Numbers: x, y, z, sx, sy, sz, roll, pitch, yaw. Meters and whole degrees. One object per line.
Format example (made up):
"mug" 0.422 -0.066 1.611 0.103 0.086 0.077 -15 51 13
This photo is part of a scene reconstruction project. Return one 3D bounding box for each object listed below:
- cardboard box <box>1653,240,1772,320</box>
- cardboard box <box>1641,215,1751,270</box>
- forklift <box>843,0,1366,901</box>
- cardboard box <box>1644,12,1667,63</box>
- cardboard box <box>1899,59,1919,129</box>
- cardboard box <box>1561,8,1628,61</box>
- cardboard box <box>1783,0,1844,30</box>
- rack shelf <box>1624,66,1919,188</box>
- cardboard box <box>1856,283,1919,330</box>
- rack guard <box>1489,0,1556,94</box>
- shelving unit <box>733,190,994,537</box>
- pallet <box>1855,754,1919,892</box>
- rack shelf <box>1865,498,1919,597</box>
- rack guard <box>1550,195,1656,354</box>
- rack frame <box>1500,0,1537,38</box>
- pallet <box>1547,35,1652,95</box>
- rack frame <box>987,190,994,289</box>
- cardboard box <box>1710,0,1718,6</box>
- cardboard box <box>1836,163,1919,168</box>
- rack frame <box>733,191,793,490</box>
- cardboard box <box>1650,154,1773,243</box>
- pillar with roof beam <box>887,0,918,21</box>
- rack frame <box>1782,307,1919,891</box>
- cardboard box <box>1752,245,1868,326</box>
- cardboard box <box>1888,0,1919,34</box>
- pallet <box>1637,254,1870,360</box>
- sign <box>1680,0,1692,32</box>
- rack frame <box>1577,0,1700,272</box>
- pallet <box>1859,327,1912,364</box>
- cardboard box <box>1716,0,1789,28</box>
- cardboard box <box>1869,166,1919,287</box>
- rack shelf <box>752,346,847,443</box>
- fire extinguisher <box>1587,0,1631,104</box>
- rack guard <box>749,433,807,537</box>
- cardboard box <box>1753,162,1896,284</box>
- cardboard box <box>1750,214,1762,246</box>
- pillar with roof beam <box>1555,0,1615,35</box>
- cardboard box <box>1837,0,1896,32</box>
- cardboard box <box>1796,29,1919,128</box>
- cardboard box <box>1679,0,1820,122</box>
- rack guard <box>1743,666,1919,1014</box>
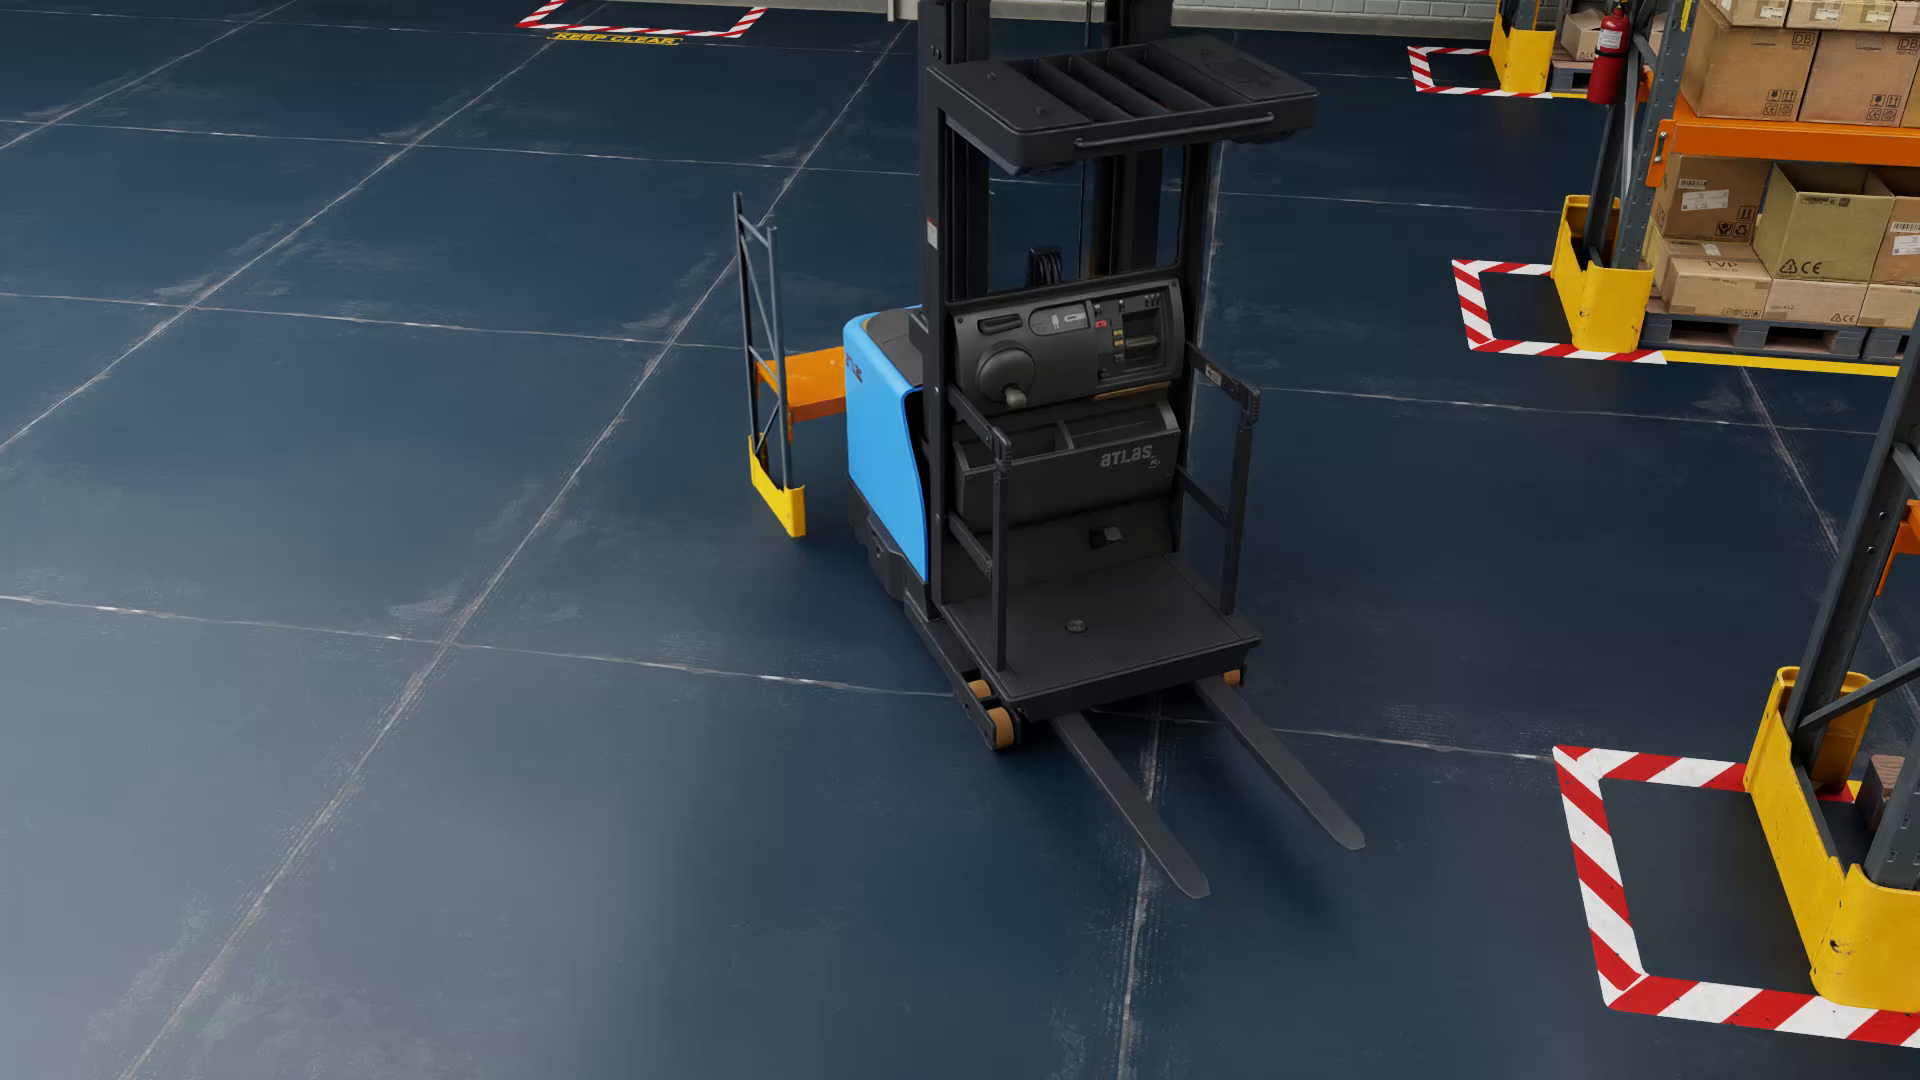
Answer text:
"cardboard box" 4.289 -1.491 9.500 0.500 0.250 0.500 5 32 8
"cardboard box" 4.376 -1.762 9.933 0.500 0.250 0.500 5 32 8
"forklift" 0.501 -0.684 6.081 1.130 2.935 3.031 -12 34 -19
"cardboard box" 5.857 -4.121 13.625 0.500 0.311 0.500 8 33 12
"cardboard box" 5.263 -2.545 8.894 0.500 0.500 0.700 5 32 9
"cardboard box" 5.295 -4.171 13.707 0.500 0.311 0.500 2 32 3
"cardboard box" 4.409 -2.790 8.674 0.250 0.149 0.380 4 32 7
"rack shelf" 5.770 -2.159 9.050 4.000 0.370 1.077 5 32 8
"cardboard box" 5.276 -1.403 9.360 0.500 0.250 0.500 5 32 8
"rack guard" 4.703 -4.167 13.936 0.348 0.500 1.175 5 32 8
"shelving unit" -0.422 -0.910 7.789 1.083 1.500 0.587 -14 35 -21
"pallet" 3.844 1.187 5.654 1.213 0.211 1.003 5 32 8
"rack shelf" 4.933 0.431 4.912 4.000 0.370 1.077 5 32 8
"rack guard" 3.774 -1.585 9.811 0.348 0.500 1.175 5 32 8
"rack frame" 4.628 -5.234 13.284 0.127 3.000 1.000 5 32 8
"pallet" 5.498 -3.954 13.868 1.213 0.211 1.003 5 32 8
"rack frame" 0.031 -1.022 7.968 0.032 1.500 0.500 -14 35 -21
"cardboard box" 4.207 -3.025 9.050 0.250 0.149 0.380 5 32 7
"cardboard box" 5.365 -1.999 9.605 0.500 0.500 0.500 5 32 8
"rack frame" -0.891 -0.794 7.604 0.032 1.500 0.500 -14 35 -21
"cardboard box" 4.377 -2.081 9.736 0.500 0.500 0.500 5 32 8
"pillar with roof beam" -1.175 -6.450 9.574 0.400 9.000 9.100 5 32 8
"rack frame" 2.961 -0.052 5.006 0.127 3.000 1.000 5 32 8
"cardboard box" 4.783 -1.448 9.432 0.500 0.250 0.500 5 32 8
"cardboard box" 4.903 -2.743 8.600 0.250 0.149 0.380 5 32 7
"pallet" 4.559 -1.414 9.810 1.213 0.211 1.003 5 32 8
"sign" 3.699 -2.753 8.431 0.005 0.325 0.100 5 32 8
"rack frame" 3.798 -2.642 9.144 0.127 3.000 1.000 5 32 8
"pallet" 5.758 -1.304 9.634 1.213 0.211 1.003 5 32 8
"cardboard box" 4.149 -2.812 8.710 0.250 0.149 0.380 5 32 8
"cardboard box" 5.278 -1.727 9.171 0.500 0.500 0.500 5 32 8
"rack shelf" -0.430 -0.755 7.881 1.000 0.185 0.538 -14 35 -21
"fire extinguisher" 3.760 -2.863 9.570 0.183 0.674 0.296 5 32 8
"rack guard" -0.873 -0.268 7.942 0.087 0.250 0.587 -14 35 -21
"cardboard box" 4.782 -1.765 9.231 0.500 0.500 0.500 5 32 8
"cardboard box" 4.871 -1.723 9.872 0.500 0.250 0.500 5 32 8
"pillar with roof beam" 4.739 -5.915 8.718 0.400 9.000 9.100 5 32 8
"cardboard box" 4.655 -2.767 8.638 0.250 0.149 0.380 5 32 8
"cardboard box" 4.775 -2.592 8.970 0.500 0.500 0.700 6 33 9
"cardboard box" 4.256 -2.636 9.041 0.500 0.500 0.700 5 32 8
"rack guard" 3.044 0.990 5.698 0.348 0.500 1.175 5 32 8
